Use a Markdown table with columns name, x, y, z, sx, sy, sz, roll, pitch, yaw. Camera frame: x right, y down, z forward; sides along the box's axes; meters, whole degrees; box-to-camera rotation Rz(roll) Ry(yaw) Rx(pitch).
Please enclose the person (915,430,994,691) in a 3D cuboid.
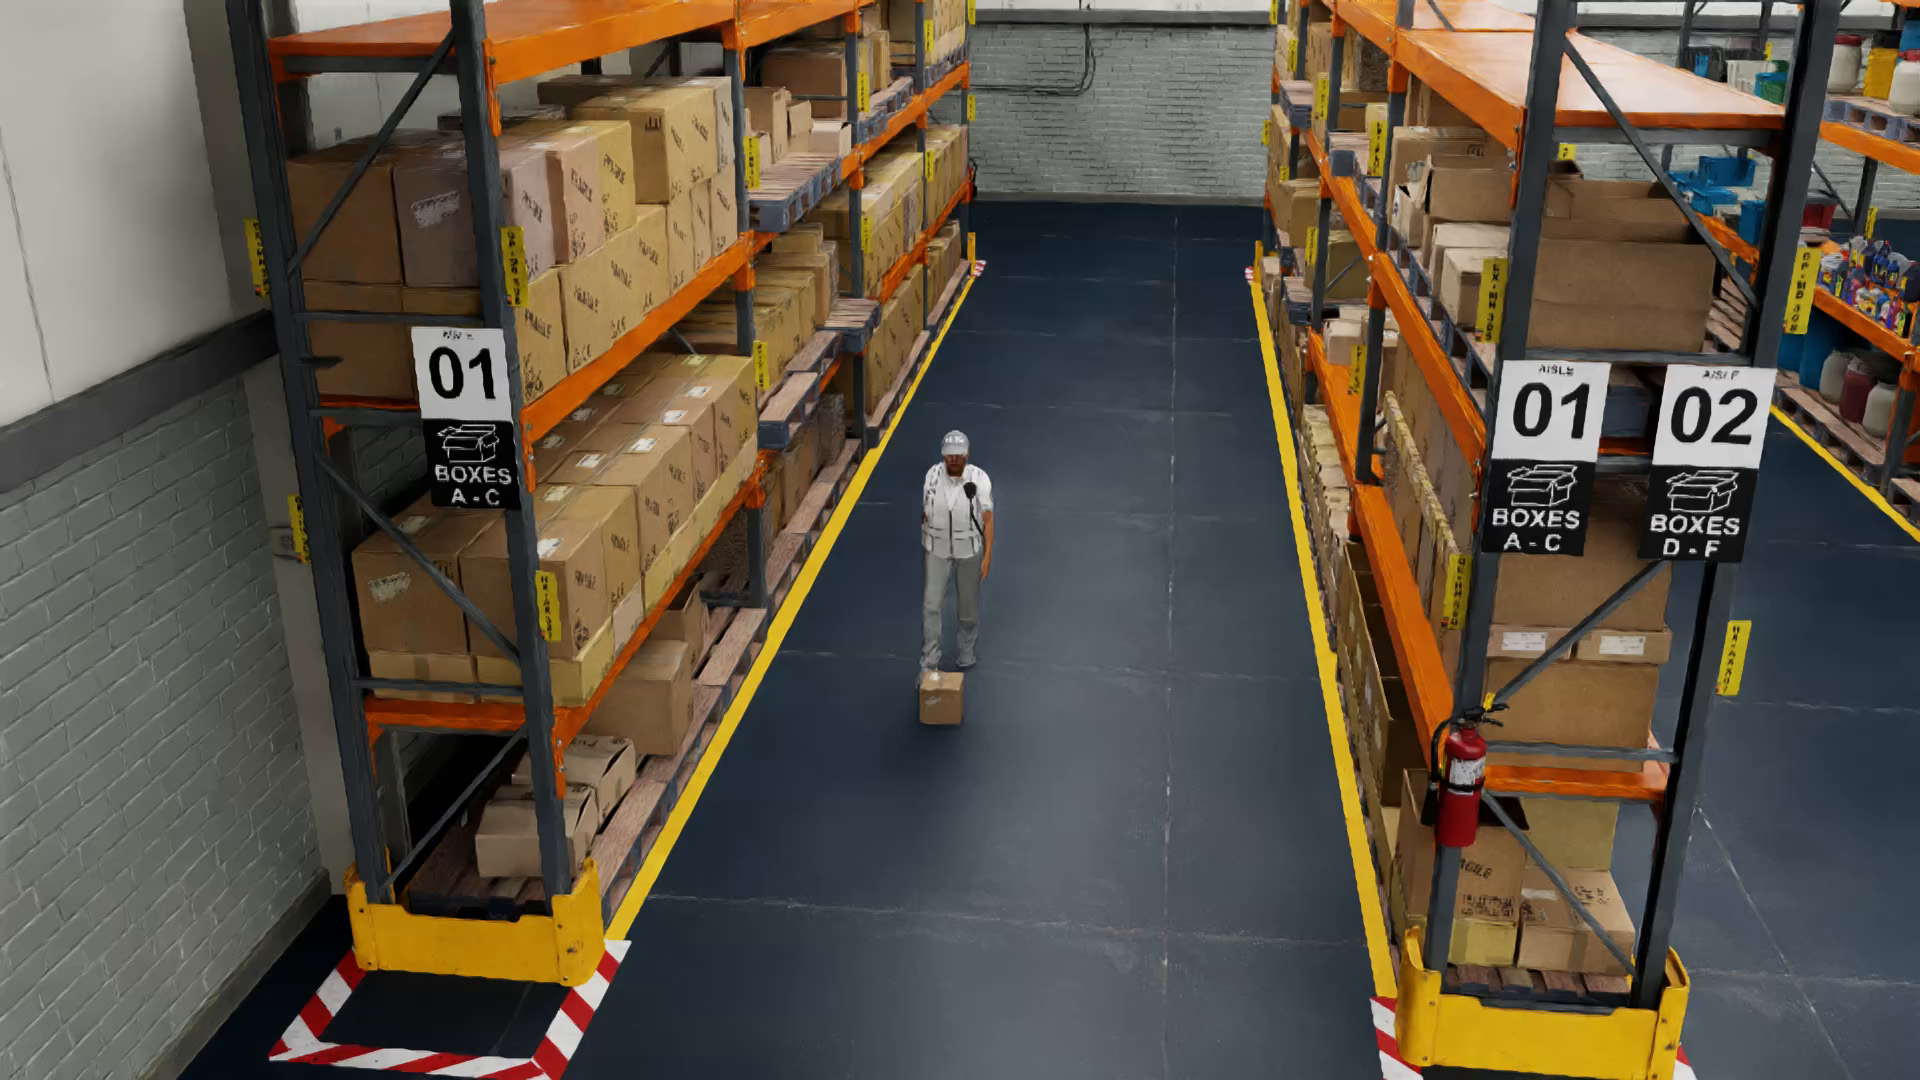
| name | x | y | z | sx | sy | sz | roll | pitch | yaw |
| --- | --- | --- | --- | --- | --- | --- | --- | --- | --- |
| person | -0.027 | 0.102 | 10.781 | 0.489 | 1.655 | 0.667 | 2 | 21 | 5 |
